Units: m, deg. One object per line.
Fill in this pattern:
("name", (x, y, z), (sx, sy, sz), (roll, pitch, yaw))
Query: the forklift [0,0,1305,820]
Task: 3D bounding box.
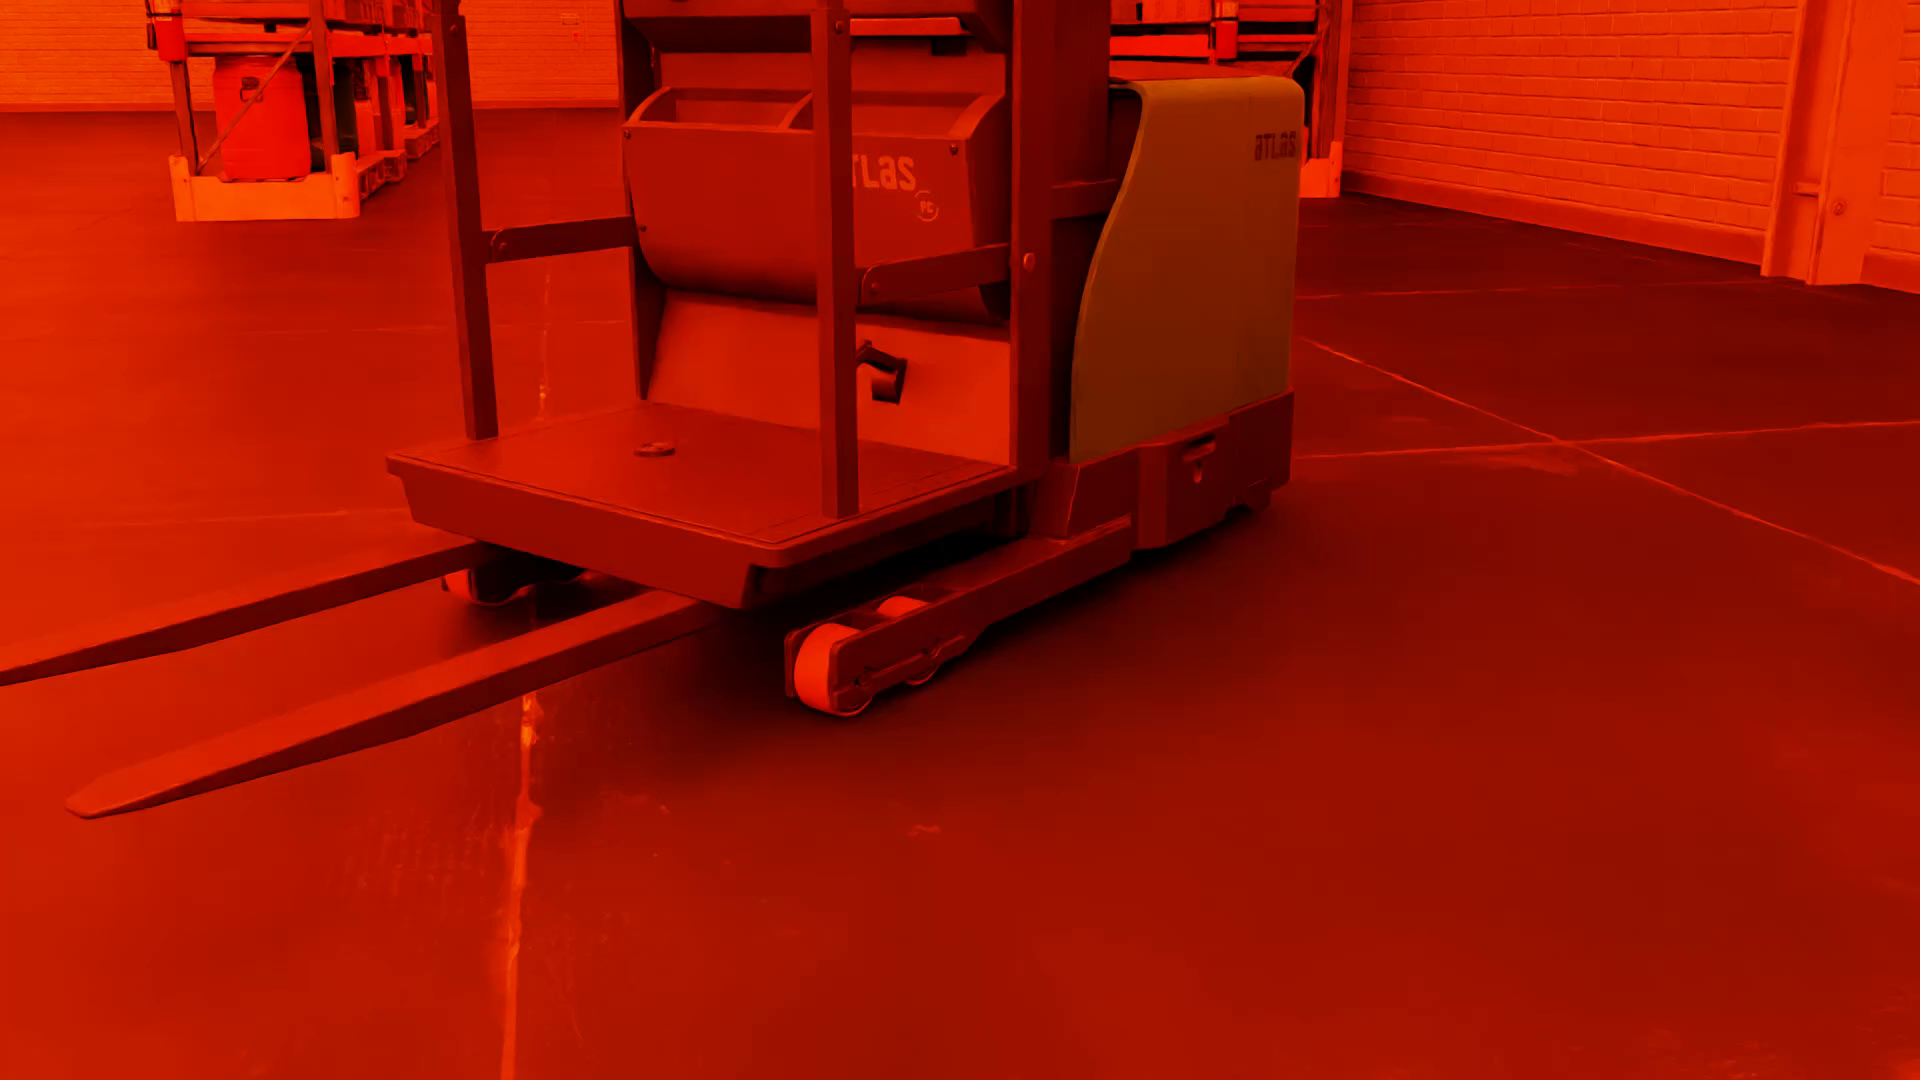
("forklift", (-0.442, -1.247, 3.067), (1.130, 2.935, 3.031), (12, 20, 35))
